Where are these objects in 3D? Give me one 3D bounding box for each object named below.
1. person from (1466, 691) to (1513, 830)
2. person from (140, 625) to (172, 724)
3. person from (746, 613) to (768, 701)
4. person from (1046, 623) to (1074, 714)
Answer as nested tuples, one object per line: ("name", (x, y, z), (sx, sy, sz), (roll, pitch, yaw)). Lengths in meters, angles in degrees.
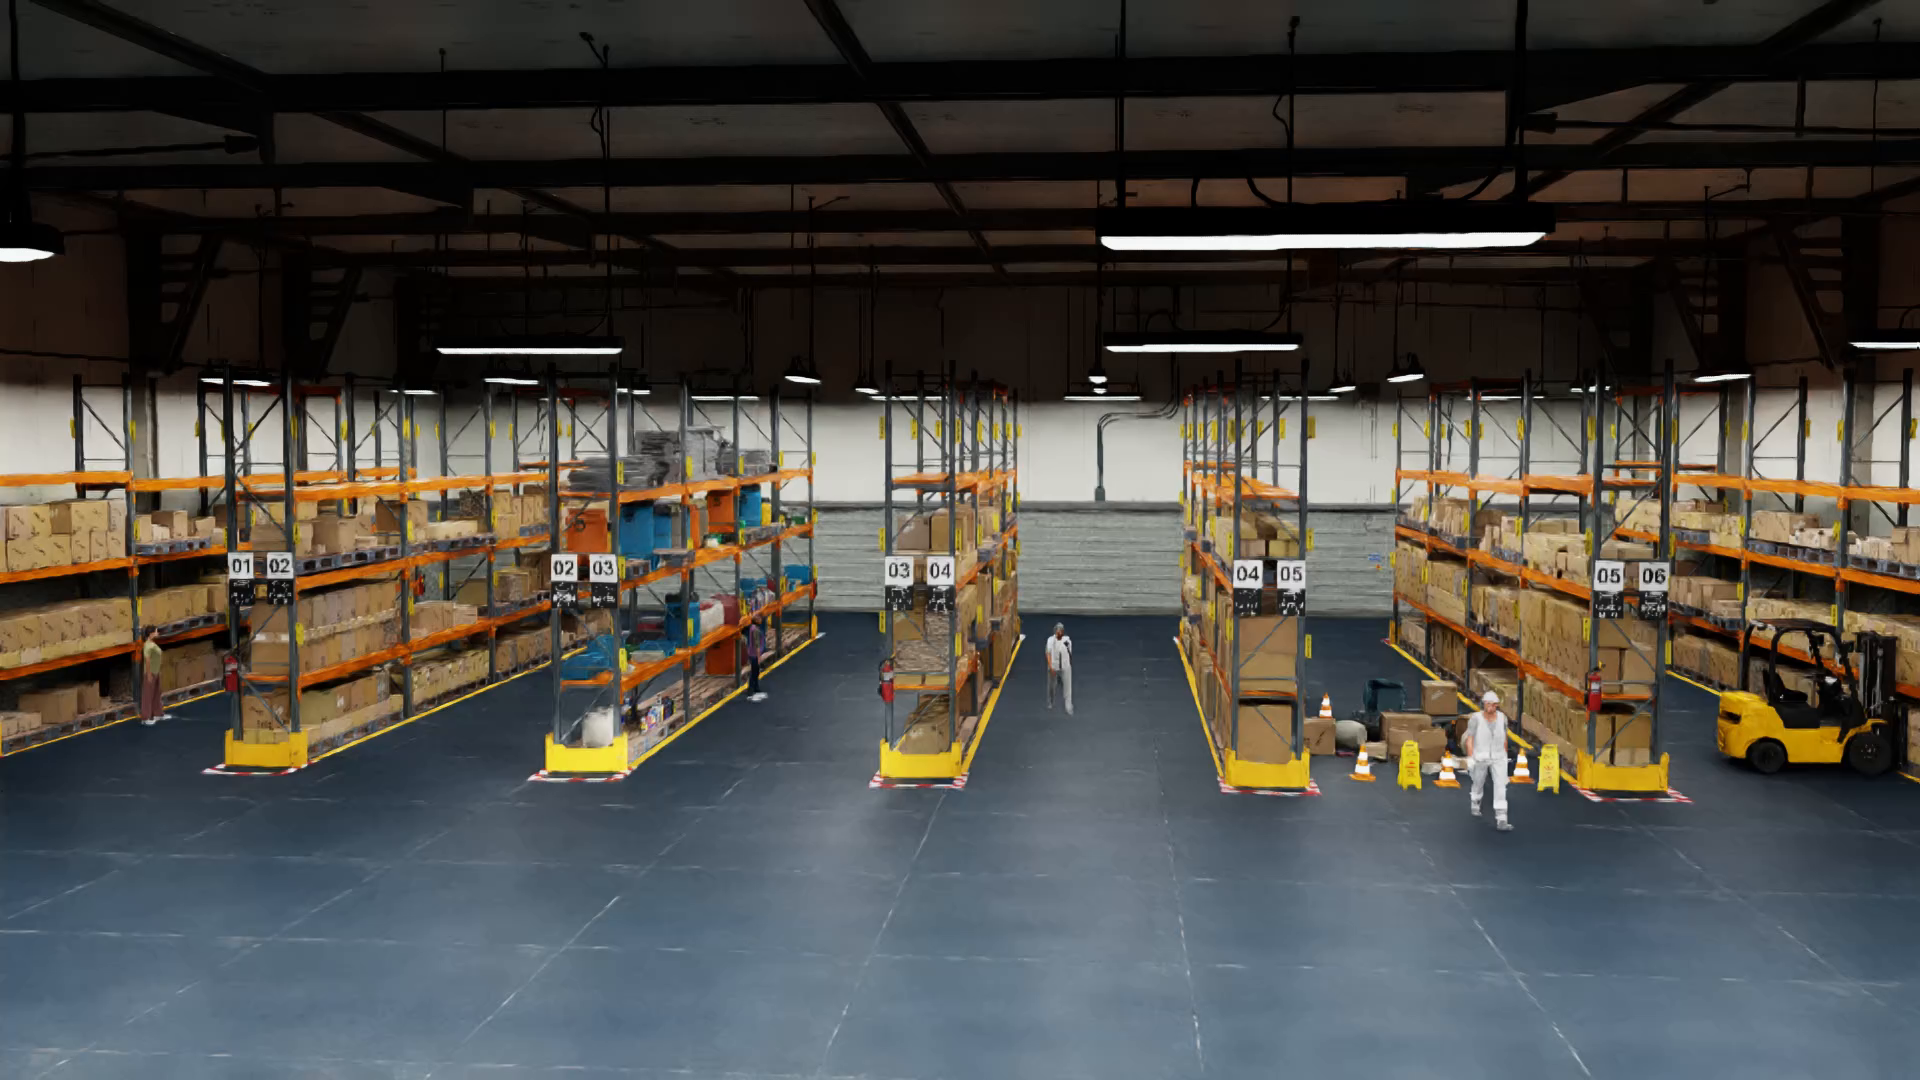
("person", (6.687, 2.749, 21.038), (0.553, 1.709, 1.123), (0, 4, 7))
("person", (-13.752, 2.280, 28.395), (0.457, 1.675, 0.531), (-1, 4, -15))
("person", (-3.765, 2.157, 30.904), (0.419, 1.602, 0.502), (-1, 4, -15))
("person", (1.754, 2.253, 29.460), (0.490, 1.597, 0.999), (0, 4, -3))
